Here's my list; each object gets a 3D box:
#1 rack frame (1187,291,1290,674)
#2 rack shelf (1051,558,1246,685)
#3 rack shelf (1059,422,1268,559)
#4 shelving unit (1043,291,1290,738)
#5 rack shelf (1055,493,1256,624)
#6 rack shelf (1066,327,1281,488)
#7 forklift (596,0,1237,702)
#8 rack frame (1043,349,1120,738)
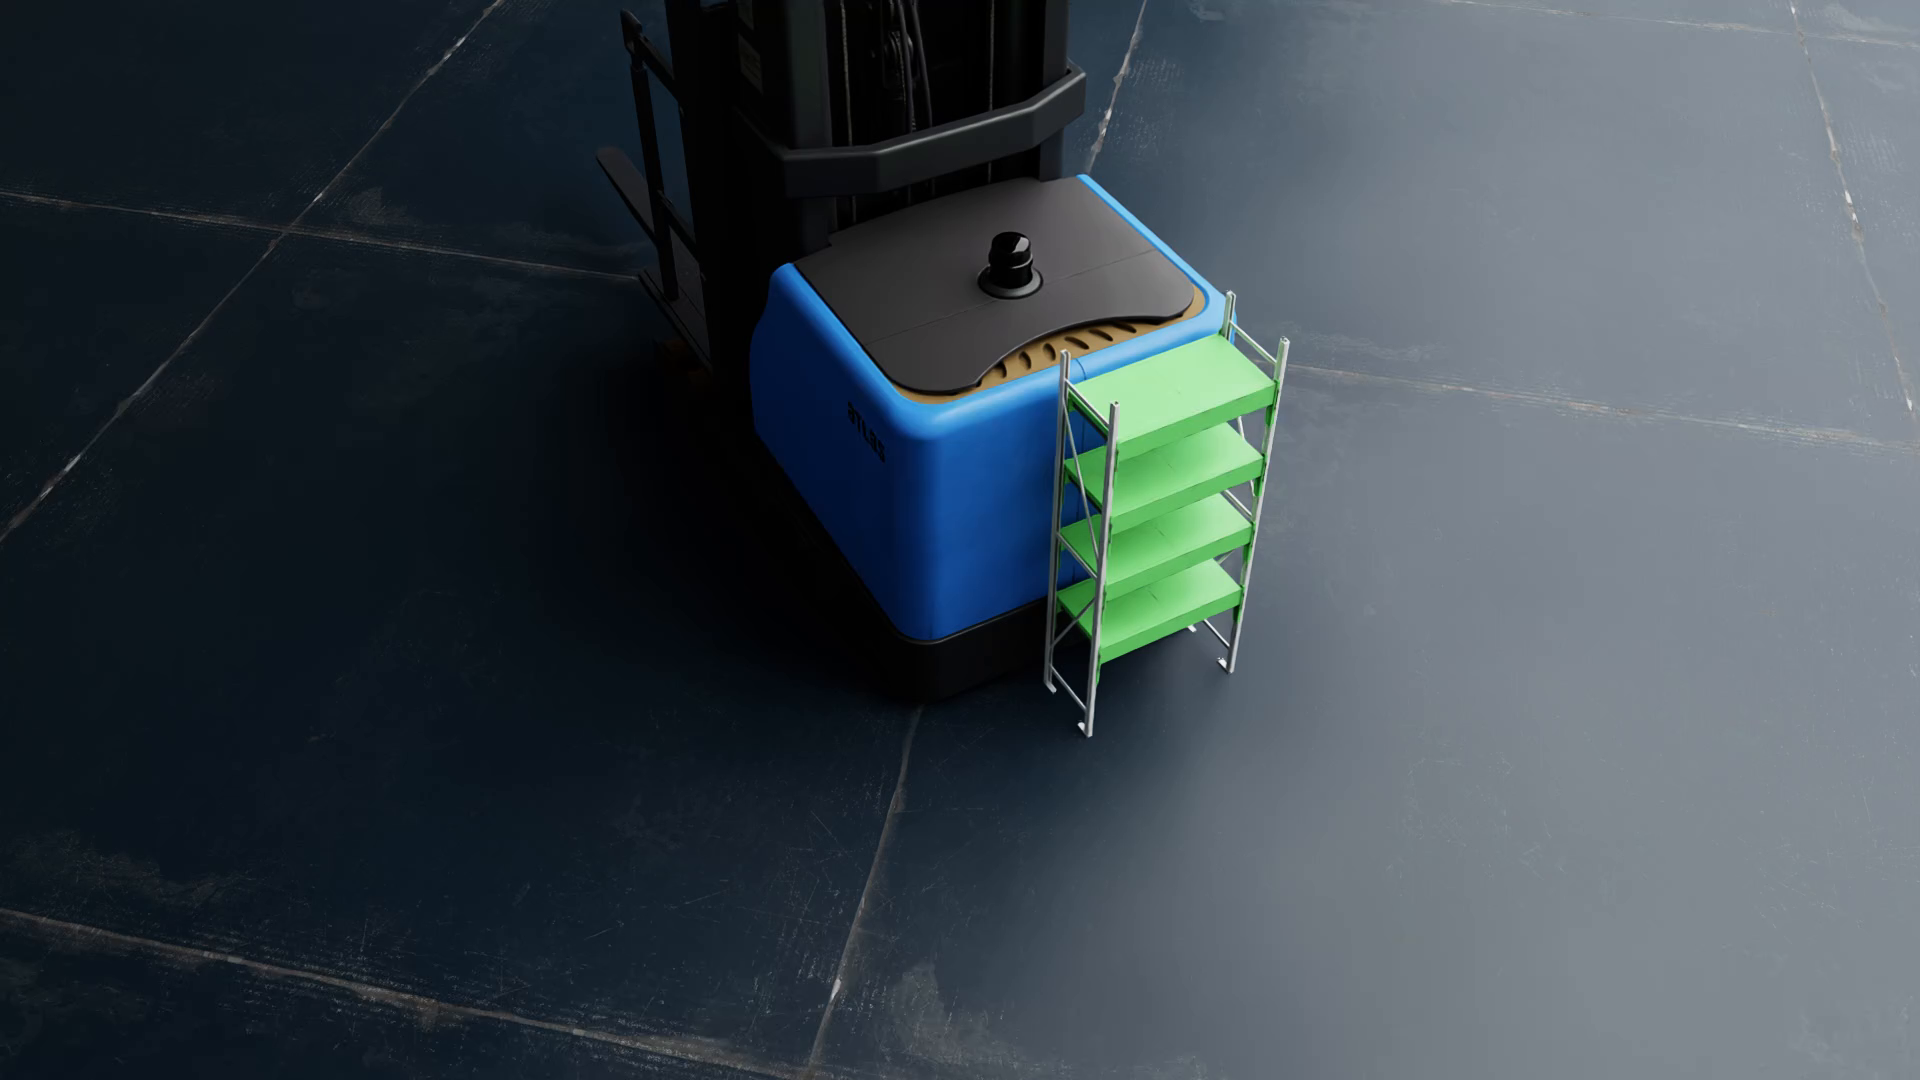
[{"bbox_3d":[0.732,-0.117,4.506,0.015,1.200,0.240,-21,48,-21],"label":"rack frame"},{"bbox_3d":[0.519,0.185,4.631,0.480,0.148,0.258,-21,48,-21],"label":"rack shelf"},{"bbox_3d":[0.519,-0.161,4.298,0.480,0.148,0.258,-21,48,-21],"label":"rack shelf"},{"bbox_3d":[0.519,-0.034,4.420,0.503,1.200,0.258,-21,48,-21],"label":"shelving unit"},{"bbox_3d":[0.519,0.012,4.464,0.480,0.148,0.258,-21,48,-21],"label":"rack shelf"},{"bbox_3d":[0.519,-0.334,4.131,0.480,0.148,0.258,-21,48,-21],"label":"rack shelf"},{"bbox_3d":[-0.406,-1.618,4.817,1.130,2.935,3.031,-21,48,-20],"label":"forklift"},{"bbox_3d":[0.306,0.049,4.334,0.015,1.200,0.240,-21,48,-21],"label":"rack frame"}]
